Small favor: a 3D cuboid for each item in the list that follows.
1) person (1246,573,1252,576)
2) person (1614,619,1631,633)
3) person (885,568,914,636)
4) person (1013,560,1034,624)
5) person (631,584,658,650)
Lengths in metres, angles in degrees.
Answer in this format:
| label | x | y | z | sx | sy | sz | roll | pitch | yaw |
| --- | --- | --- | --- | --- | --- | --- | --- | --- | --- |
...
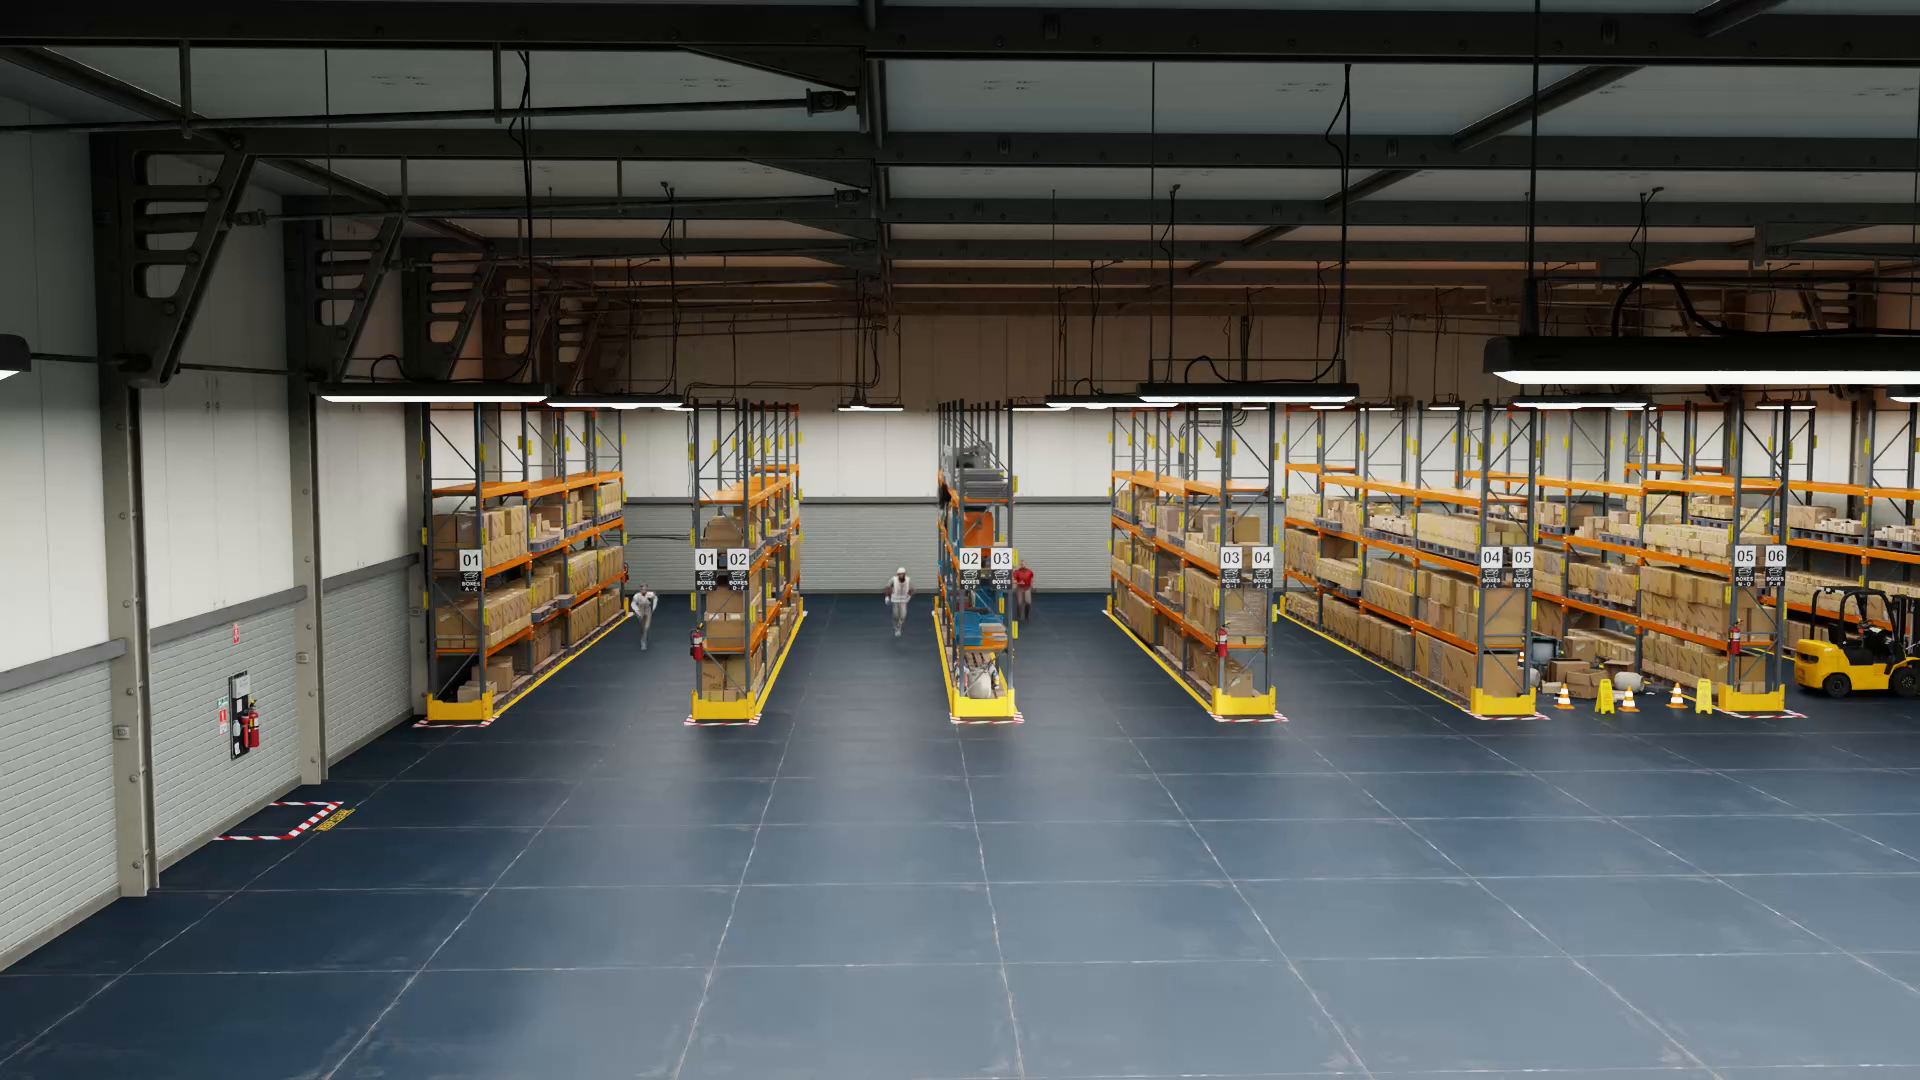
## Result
| label | x | y | z | sx | sy | sz | roll | pitch | yaw |
| --- | --- | --- | --- | --- | --- | --- | --- | --- | --- |
| person | 8.658 | 1.141 | 49.654 | 0.615 | 1.740 | 0.690 | 2 | 5 | 26 |
| person | 17.226 | 1.681 | 43.286 | 0.539 | 1.534 | 0.573 | -1 | 5 | -18 |
| person | -1.479 | 1.502 | 40.770 | 0.681 | 1.688 | 0.703 | -1 | 5 | -17 |
| person | 1.732 | 1.432 | 45.367 | 0.637 | 1.769 | 0.830 | 0 | 4 | -6 |
| person | -7.727 | 1.853 | 40.713 | 0.642 | 1.630 | 0.968 | -1 | 4 | -14 |
